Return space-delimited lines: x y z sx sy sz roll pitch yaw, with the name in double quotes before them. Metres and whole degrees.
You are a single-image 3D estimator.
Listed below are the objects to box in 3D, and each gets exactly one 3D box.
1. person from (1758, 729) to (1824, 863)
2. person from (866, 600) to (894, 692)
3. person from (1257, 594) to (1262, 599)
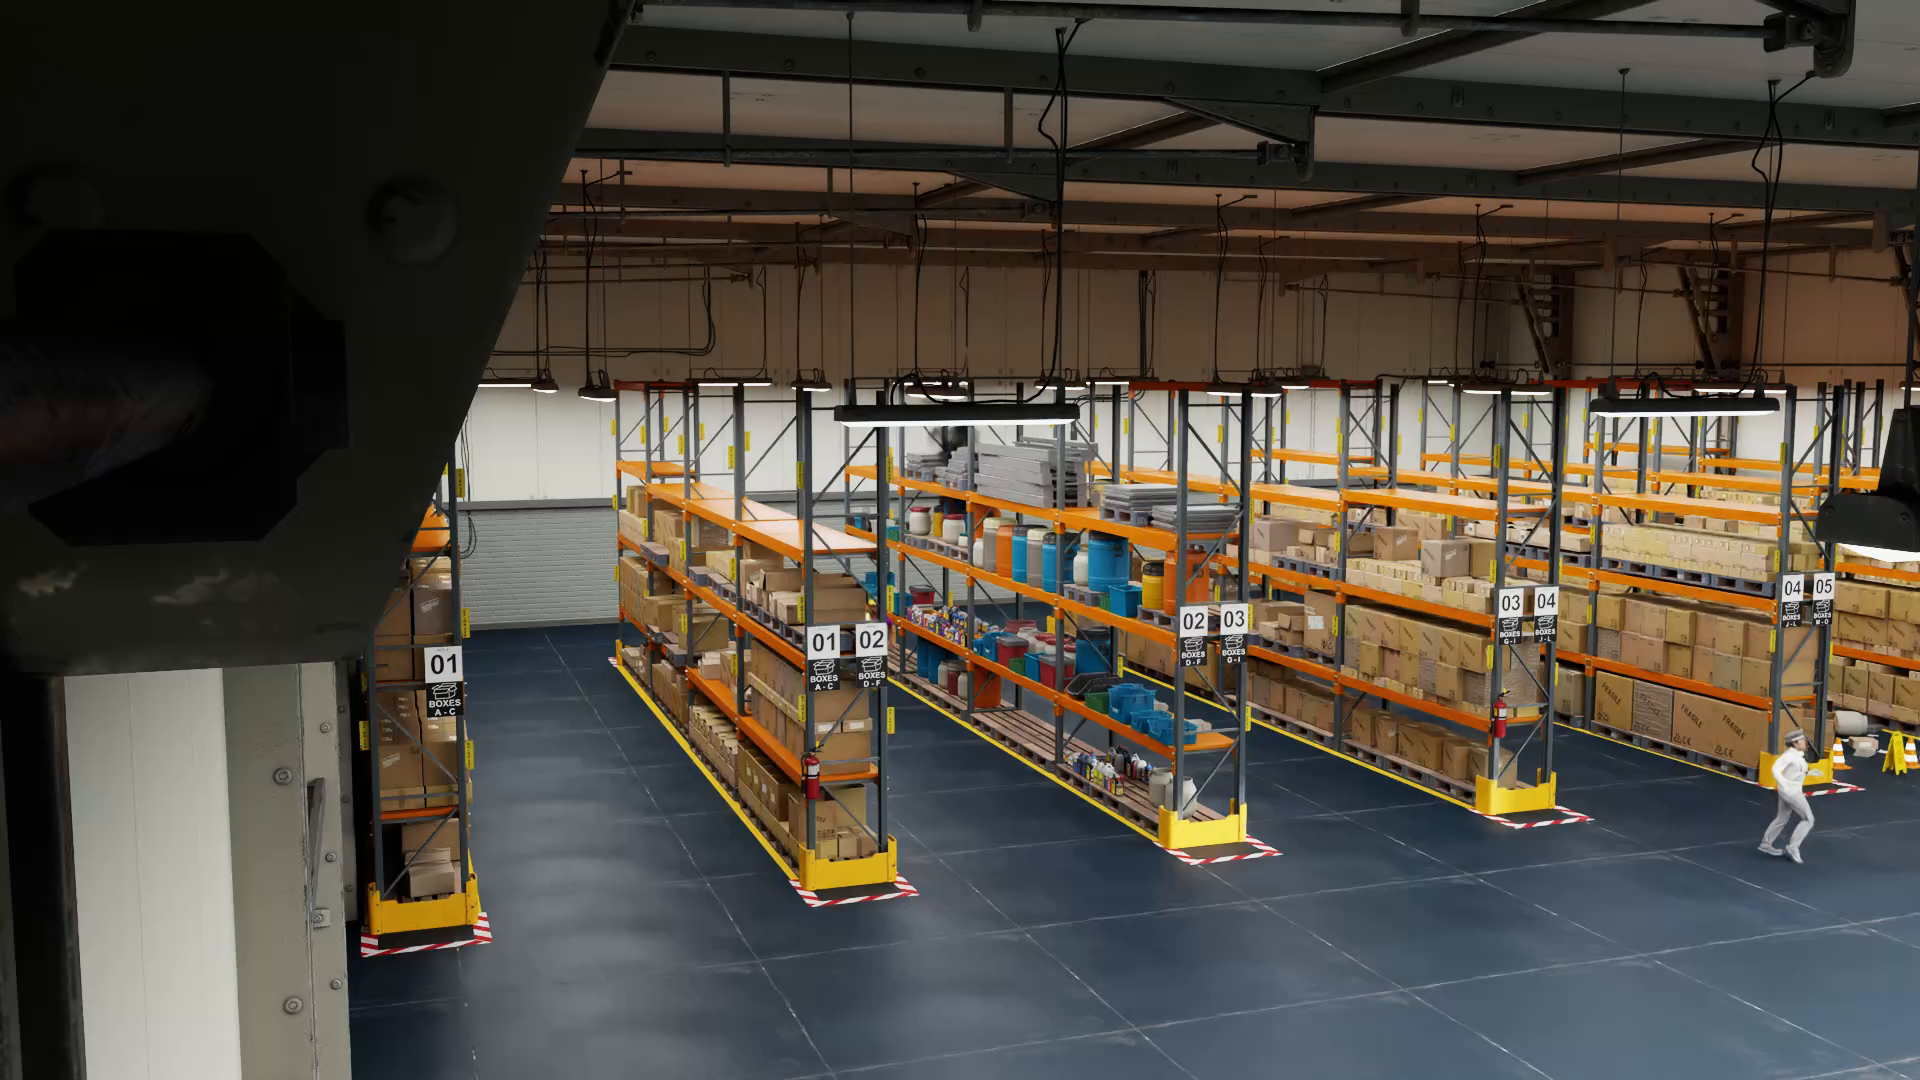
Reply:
"person" 10.646 3.263 21.261 0.689 1.740 0.579 3 7 22
"person" -1.556 1.943 30.631 0.753 1.735 0.557 -2 6 -18
"person" 6.212 1.917 34.187 0.587 1.627 0.547 -3 7 -28
